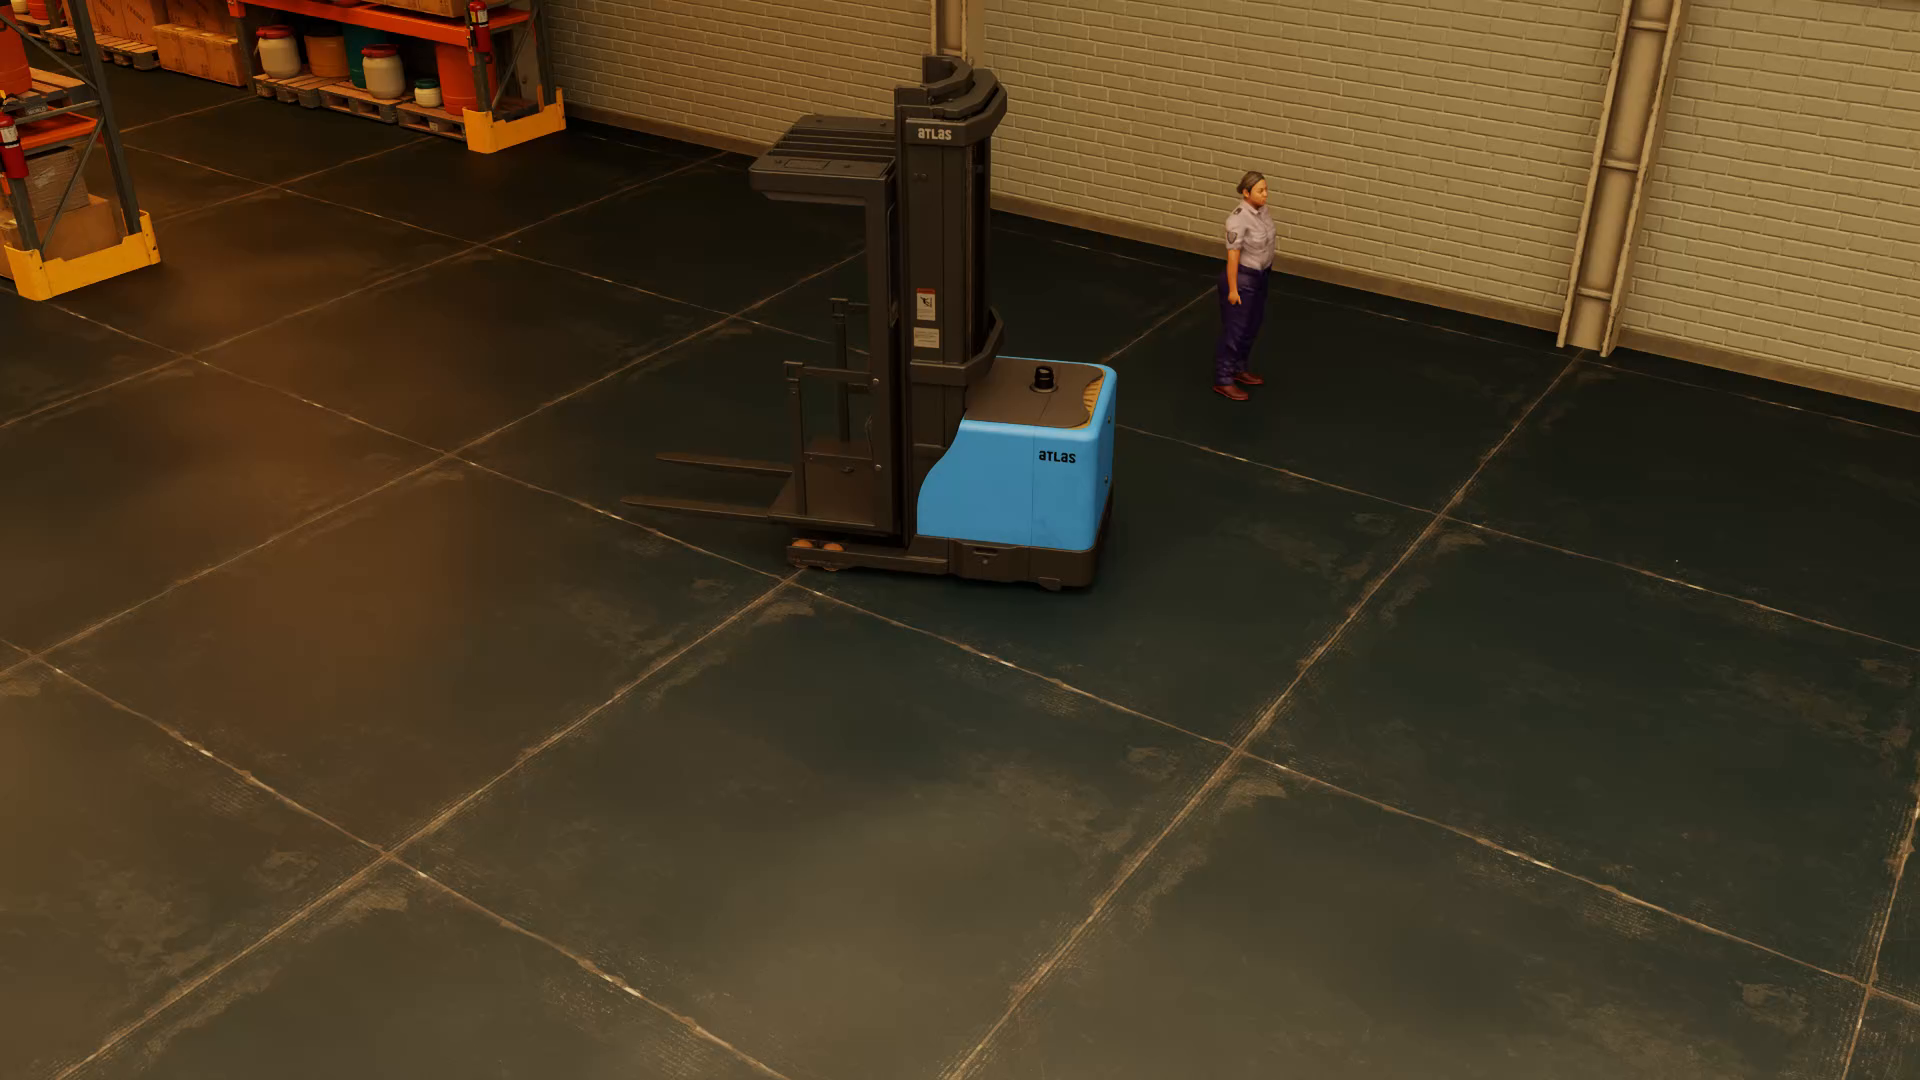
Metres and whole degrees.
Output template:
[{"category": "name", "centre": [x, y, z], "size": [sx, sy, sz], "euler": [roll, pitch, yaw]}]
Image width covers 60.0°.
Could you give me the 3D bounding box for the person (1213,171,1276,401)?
[{"category": "person", "centre": [2.079, -1.866, 12.076], "size": [0.350, 1.653, 0.479], "euler": [18, 34, 27]}]

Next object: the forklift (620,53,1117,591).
[{"category": "forklift", "centre": [-0.596, -1.330, 9.871], "size": [3.031, 2.935, 1.130], "euler": [6, 31, 10]}]
